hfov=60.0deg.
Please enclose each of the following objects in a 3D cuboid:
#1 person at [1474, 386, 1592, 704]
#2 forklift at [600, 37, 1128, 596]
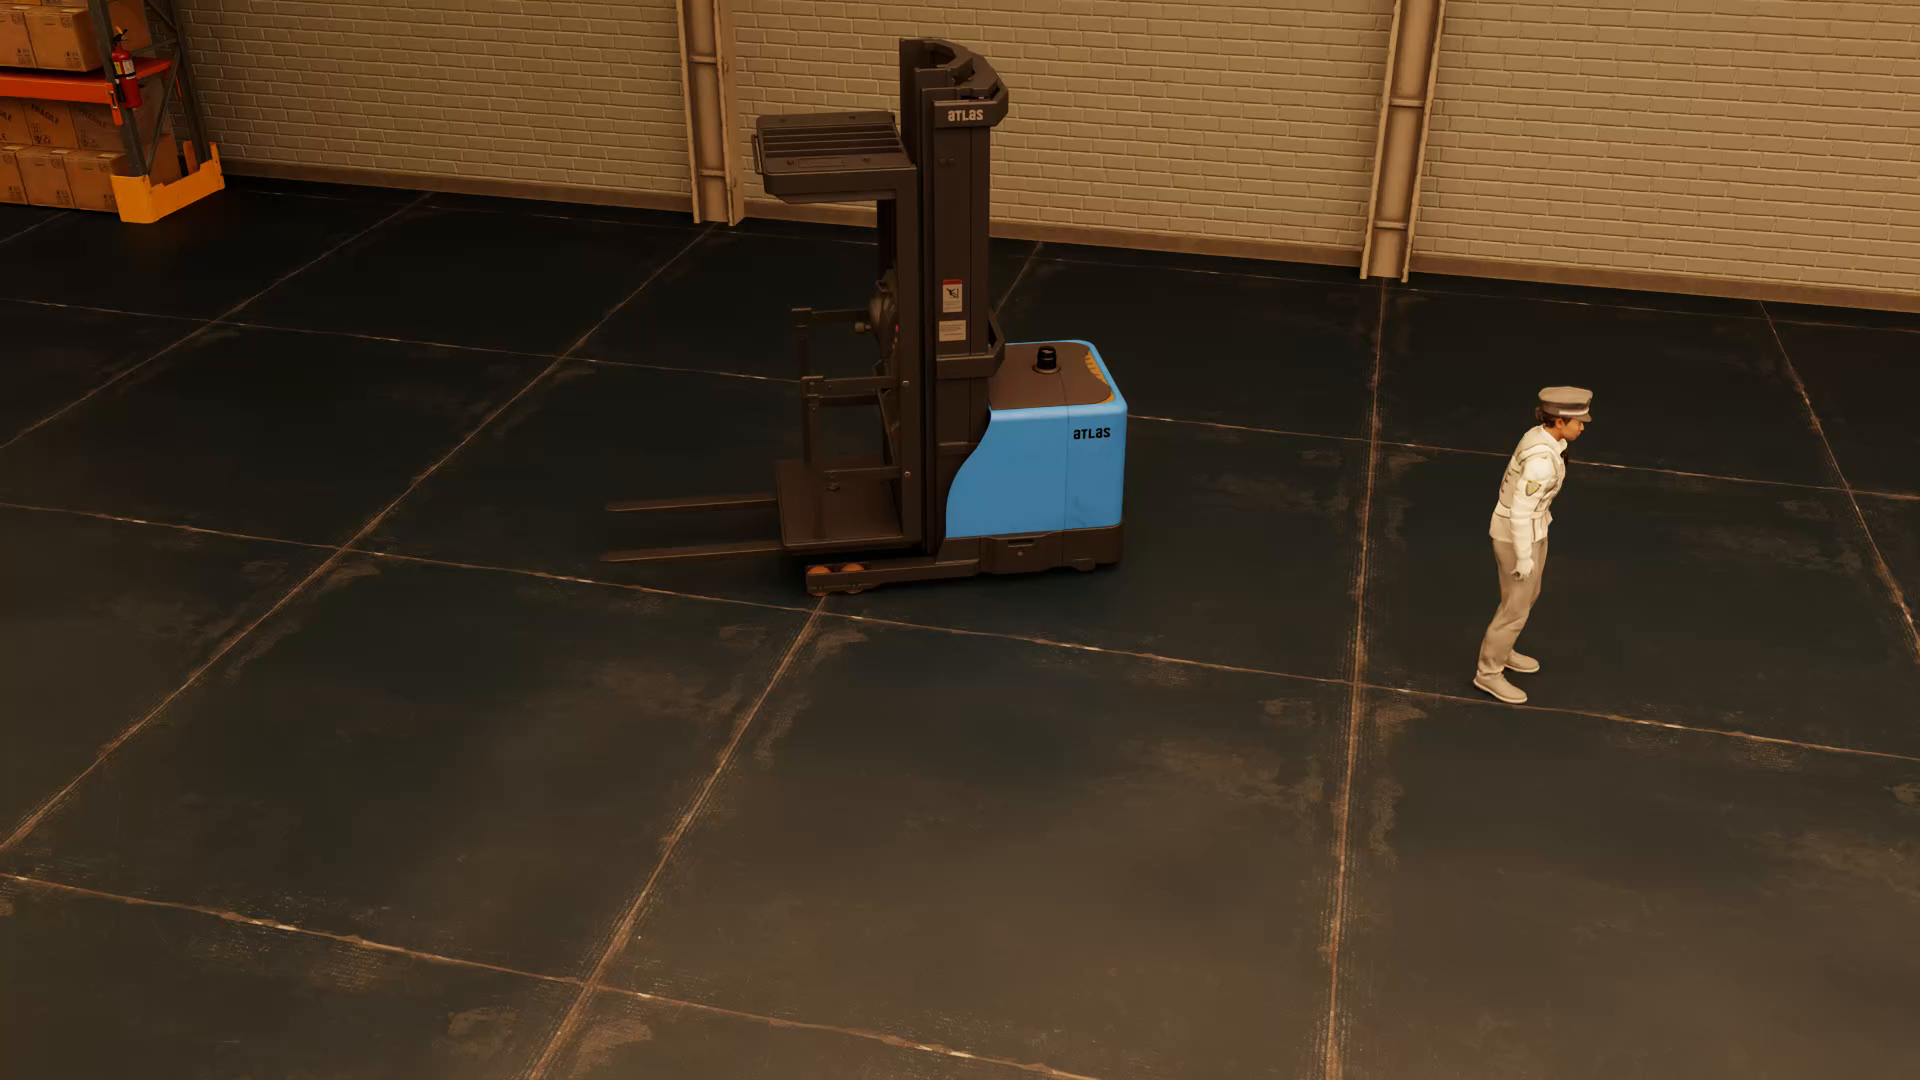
[{"bbox_3d":[2.888,-0.006,8.470,0.374,1.662,0.535,13,32,22],"label":"person"},{"bbox_3d":[-0.602,-1.232,9.345,3.031,2.935,1.130,-4,30,-7],"label":"forklift"}]
